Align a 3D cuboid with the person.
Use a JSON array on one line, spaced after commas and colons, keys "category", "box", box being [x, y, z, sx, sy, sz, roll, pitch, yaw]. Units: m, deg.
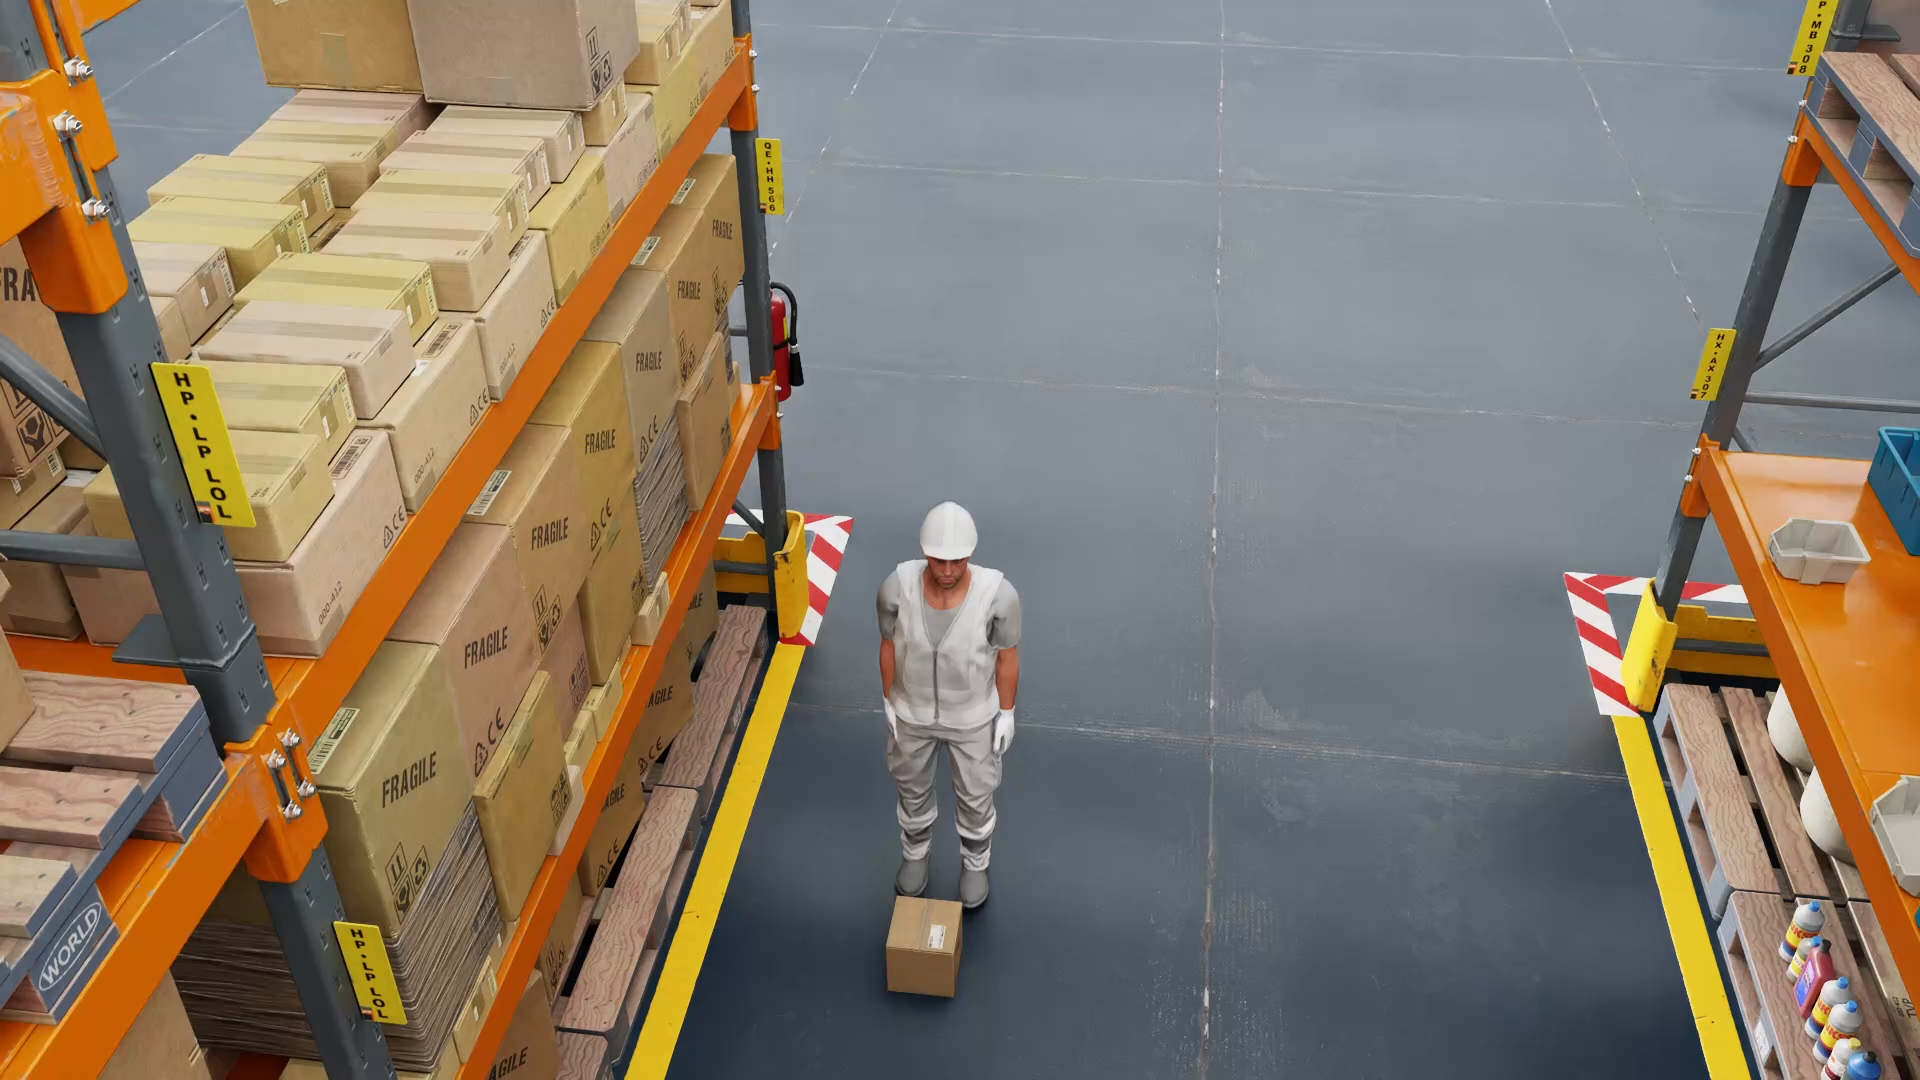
[{"category": "person", "box": [-0.048, 0.631, 6.148, 0.522, 1.786, 0.342, 5, 36, 7]}]
